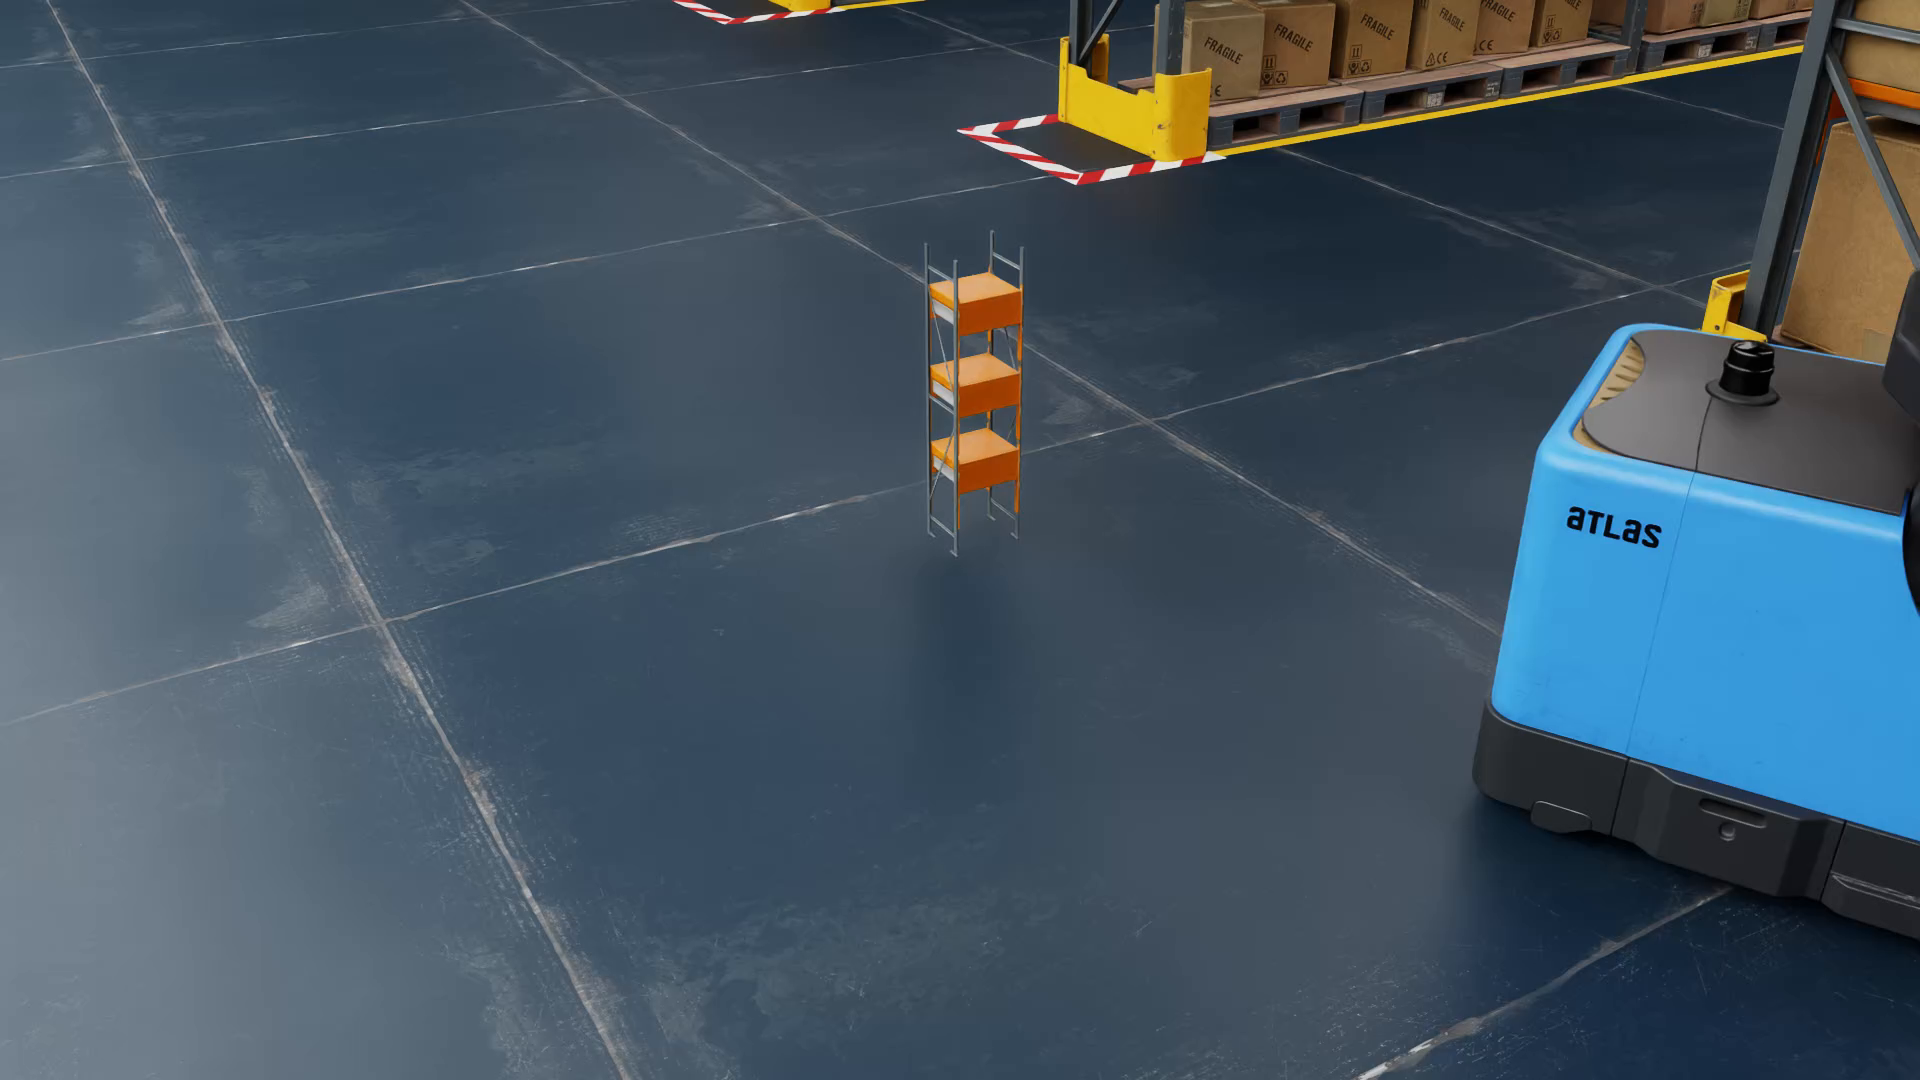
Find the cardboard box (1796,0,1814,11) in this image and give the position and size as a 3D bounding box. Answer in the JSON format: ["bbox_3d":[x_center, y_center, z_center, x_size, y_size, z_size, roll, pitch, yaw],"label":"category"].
[{"bbox_3d":[6.354,-4.393,12.737,0.500,0.500,0.700,-13,31,-22],"label":"cardboard box"}]

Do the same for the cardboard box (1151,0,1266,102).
[{"bbox_3d":[1.528,-3.027,10.282,0.500,0.500,0.500,-10,30,-17],"label":"cardboard box"}]

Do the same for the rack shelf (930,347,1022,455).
[{"bbox_3d":[0.046,-0.463,5.525,0.240,0.259,0.215,-16,33,-26],"label":"rack shelf"}]

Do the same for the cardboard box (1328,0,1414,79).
[{"bbox_3d":[2.576,-3.332,10.836,0.500,0.500,0.500,-13,31,-22],"label":"cardboard box"}]

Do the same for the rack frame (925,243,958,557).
[{"bbox_3d":[-0.059,-0.443,5.466,0.008,1.050,0.200,-16,33,-26],"label":"rack frame"}]

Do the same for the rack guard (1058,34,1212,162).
[{"bbox_3d":[1.047,-2.715,10.153,0.348,0.500,1.175,-16,33,-26],"label":"rack guard"}]

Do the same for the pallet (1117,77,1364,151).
[{"bbox_3d":[1.765,-2.773,10.556,1.213,0.211,1.003,-16,33,-26],"label":"pallet"}]

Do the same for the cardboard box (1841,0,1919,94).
[{"bbox_3d":[3.704,-1.876,5.889,0.550,0.550,0.875,-16,33,-26],"label":"cardboard box"}]

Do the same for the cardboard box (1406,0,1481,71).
[{"bbox_3d":[3.080,-3.450,11.050,0.500,0.500,0.500,-19,34,-31],"label":"cardboard box"}]

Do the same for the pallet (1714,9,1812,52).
[{"bbox_3d":[6.154,-4.041,12.854,1.213,0.211,1.003,-16,33,-26],"label":"pallet"}]

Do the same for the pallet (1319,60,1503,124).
[{"bbox_3d":[2.816,-3.070,11.094,1.213,0.211,1.003,-16,33,-26],"label":"pallet"}]

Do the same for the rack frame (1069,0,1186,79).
[{"bbox_3d":[0.982,-3.791,9.515,0.127,3.000,1.000,-16,33,-26],"label":"rack frame"}]

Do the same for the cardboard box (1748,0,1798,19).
[{"bbox_3d":[5.873,-4.256,12.489,0.500,0.500,0.700,-19,34,-30],"label":"cardboard box"}]

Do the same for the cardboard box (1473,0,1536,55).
[{"bbox_3d":[3.575,-3.635,11.385,0.500,0.500,0.500,-6,29,-11],"label":"cardboard box"}]

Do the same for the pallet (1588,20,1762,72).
[{"bbox_3d":[5.101,-3.741,12.310,1.213,0.211,1.003,-16,33,-26],"label":"pallet"}]

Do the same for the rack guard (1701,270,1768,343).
[{"bbox_3d":[3.387,-0.600,6.320,0.348,0.500,1.175,-16,33,-26],"label":"rack guard"}]

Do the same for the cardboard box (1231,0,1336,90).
[{"bbox_3d":[2.026,-3.187,10.573,0.500,0.500,0.500,-8,30,-13],"label":"cardboard box"}]

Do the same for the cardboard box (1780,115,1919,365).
[{"bbox_3d":[3.958,-1.147,6.489,0.875,0.875,0.875,-16,33,-26],"label":"cardboard box"}]

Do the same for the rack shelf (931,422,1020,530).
[{"bbox_3d":[0.046,-0.220,5.659,0.240,0.259,0.215,-16,33,-26],"label":"rack shelf"}]

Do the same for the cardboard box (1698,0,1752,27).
[{"bbox_3d":[5.391,-4.119,12.241,0.500,0.500,0.700,-16,33,-27],"label":"cardboard box"}]

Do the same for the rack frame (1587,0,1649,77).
[{"bbox_3d":[4.430,-4.770,11.289,0.127,3.000,1.000,-16,33,-26],"label":"rack frame"}]

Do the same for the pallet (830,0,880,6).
[{"bbox_3d":[-0.783,-4.868,14.353,1.213,0.211,1.003,-16,33,-26],"label":"pallet"}]

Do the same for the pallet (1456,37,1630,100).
[{"bbox_3d":[3.869,-3.370,11.639,1.213,0.211,1.003,-16,33,-26],"label":"pallet"}]

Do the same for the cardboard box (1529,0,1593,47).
[{"bbox_3d":[4.065,-3.779,11.645,0.500,0.500,0.500,-17,33,-28],"label":"cardboard box"}]

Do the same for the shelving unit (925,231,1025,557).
[{"bbox_3d":[0.046,-0.473,5.520,0.252,1.050,0.215,-16,33,-26],"label":"shelving unit"}]

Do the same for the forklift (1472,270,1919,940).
[{"bbox_3d":[2.901,-0.406,3.452,3.031,2.935,1.130,16,33,26],"label":"forklift"}]

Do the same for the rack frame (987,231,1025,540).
[{"bbox_3d":[0.151,-0.503,5.574,0.008,1.050,0.200,-16,33,-26],"label":"rack frame"}]

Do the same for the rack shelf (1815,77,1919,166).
[{"bbox_3d":[5.132,-1.875,6.787,4.000,0.370,1.077,-16,33,-26],"label":"rack shelf"}]

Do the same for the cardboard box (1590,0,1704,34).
[{"bbox_3d":[4.971,-4.010,12.043,0.500,0.500,0.700,-19,34,-30],"label":"cardboard box"}]

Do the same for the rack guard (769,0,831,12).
[{"bbox_3d":[-1.486,-4.798,13.927,0.348,0.500,1.175,-16,33,-26],"label":"rack guard"}]

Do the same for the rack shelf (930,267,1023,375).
[{"bbox_3d":[0.046,-0.712,5.388,0.240,0.259,0.215,-16,33,-26],"label":"rack shelf"}]

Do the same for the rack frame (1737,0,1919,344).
[{"bbox_3d":[3.407,-1.700,5.726,0.127,3.000,1.000,-16,33,-26],"label":"rack frame"}]

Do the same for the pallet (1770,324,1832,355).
[{"bbox_3d":[4.057,-0.708,6.814,1.213,0.211,1.003,-16,33,-26],"label":"pallet"}]
